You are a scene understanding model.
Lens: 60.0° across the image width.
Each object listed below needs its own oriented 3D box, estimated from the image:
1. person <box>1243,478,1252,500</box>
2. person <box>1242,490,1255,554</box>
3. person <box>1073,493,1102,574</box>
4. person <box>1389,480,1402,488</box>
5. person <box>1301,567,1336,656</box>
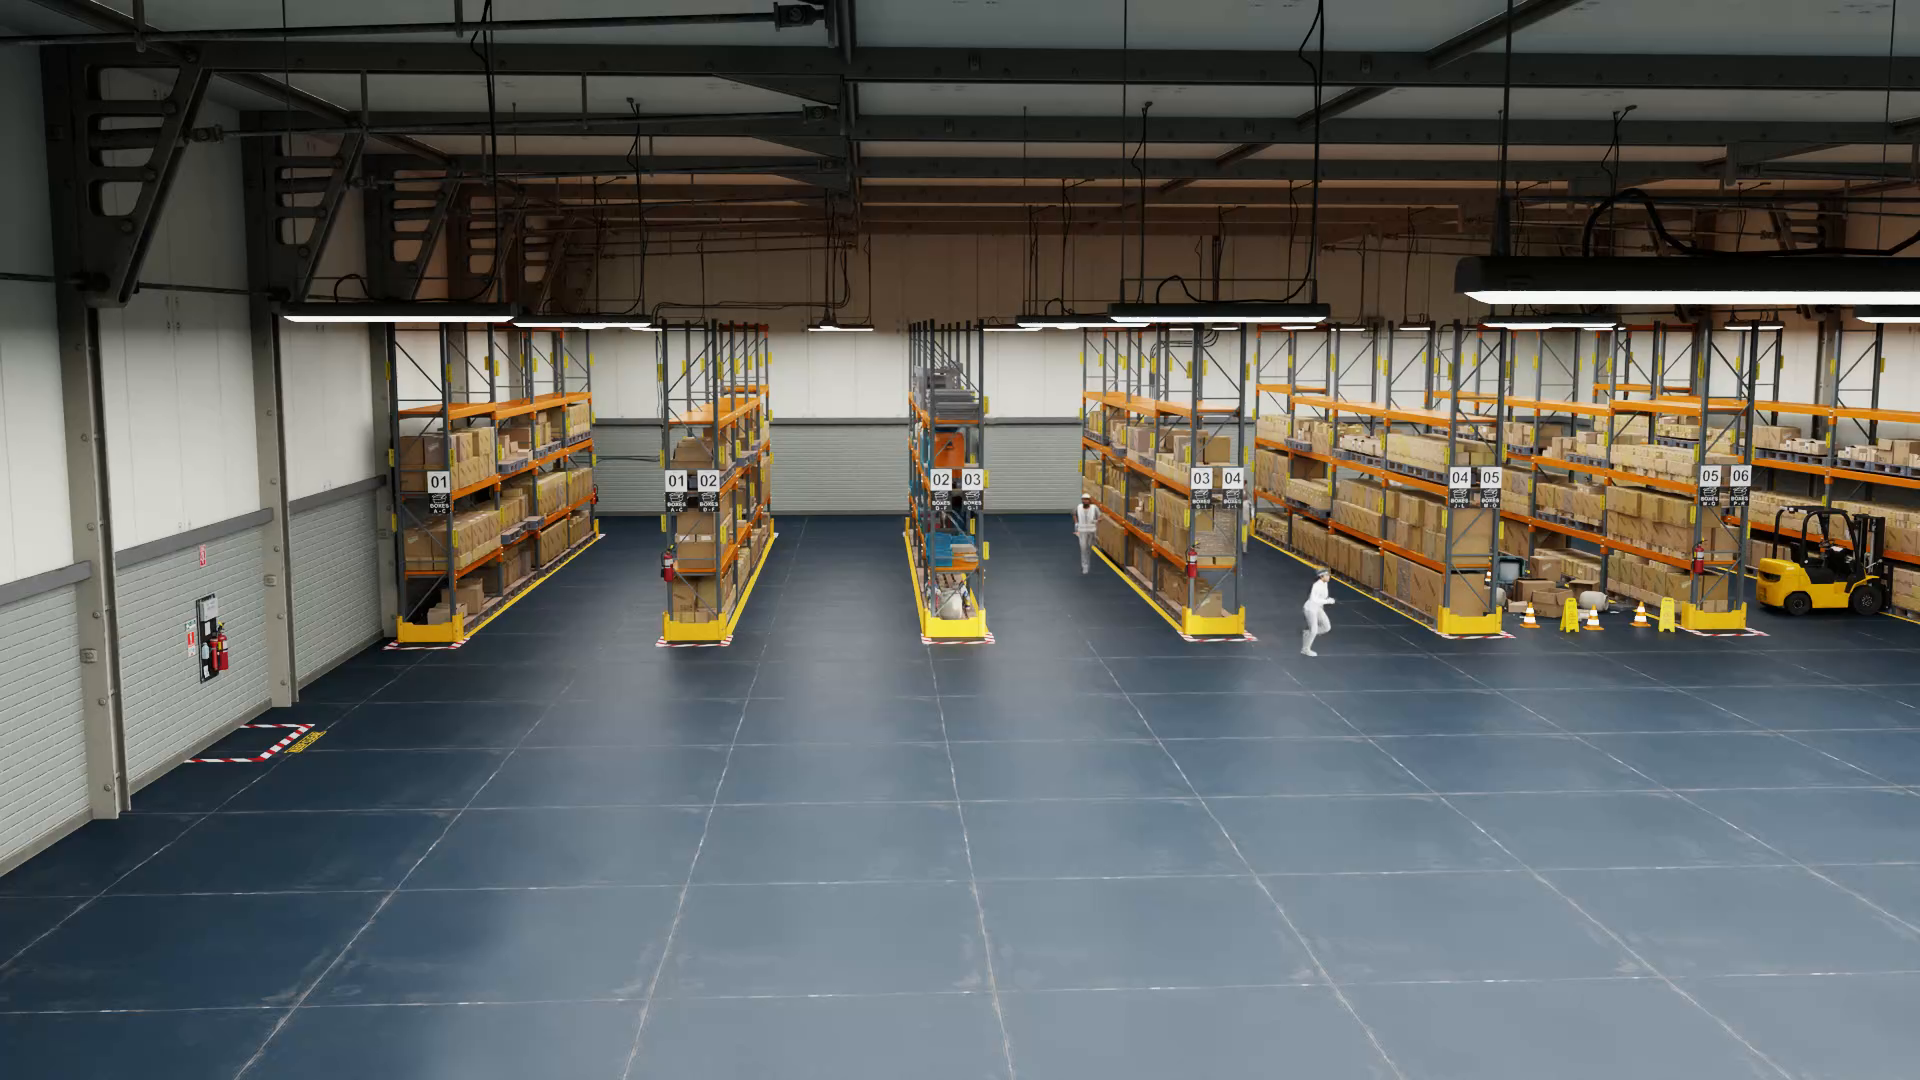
[{"bbox_3d":[8.318,-1.069,49.072,0.477,1.513,0.637,-1,7,-10],"label":"person"},{"bbox_3d":[7.477,-0.495,43.737,0.632,1.661,0.869,0,7,-2],"label":"person"},{"bbox_3d":[2.936,-0.170,38.255,0.665,1.821,0.874,0,7,1],"label":"person"},{"bbox_3d":[13.120,-1.367,50.536,0.652,1.724,0.702,-3,8,-23],"label":"person"},{"bbox_3d":[6.395,1.272,29.598,0.663,1.621,0.599,6,9,39],"label":"person"}]
